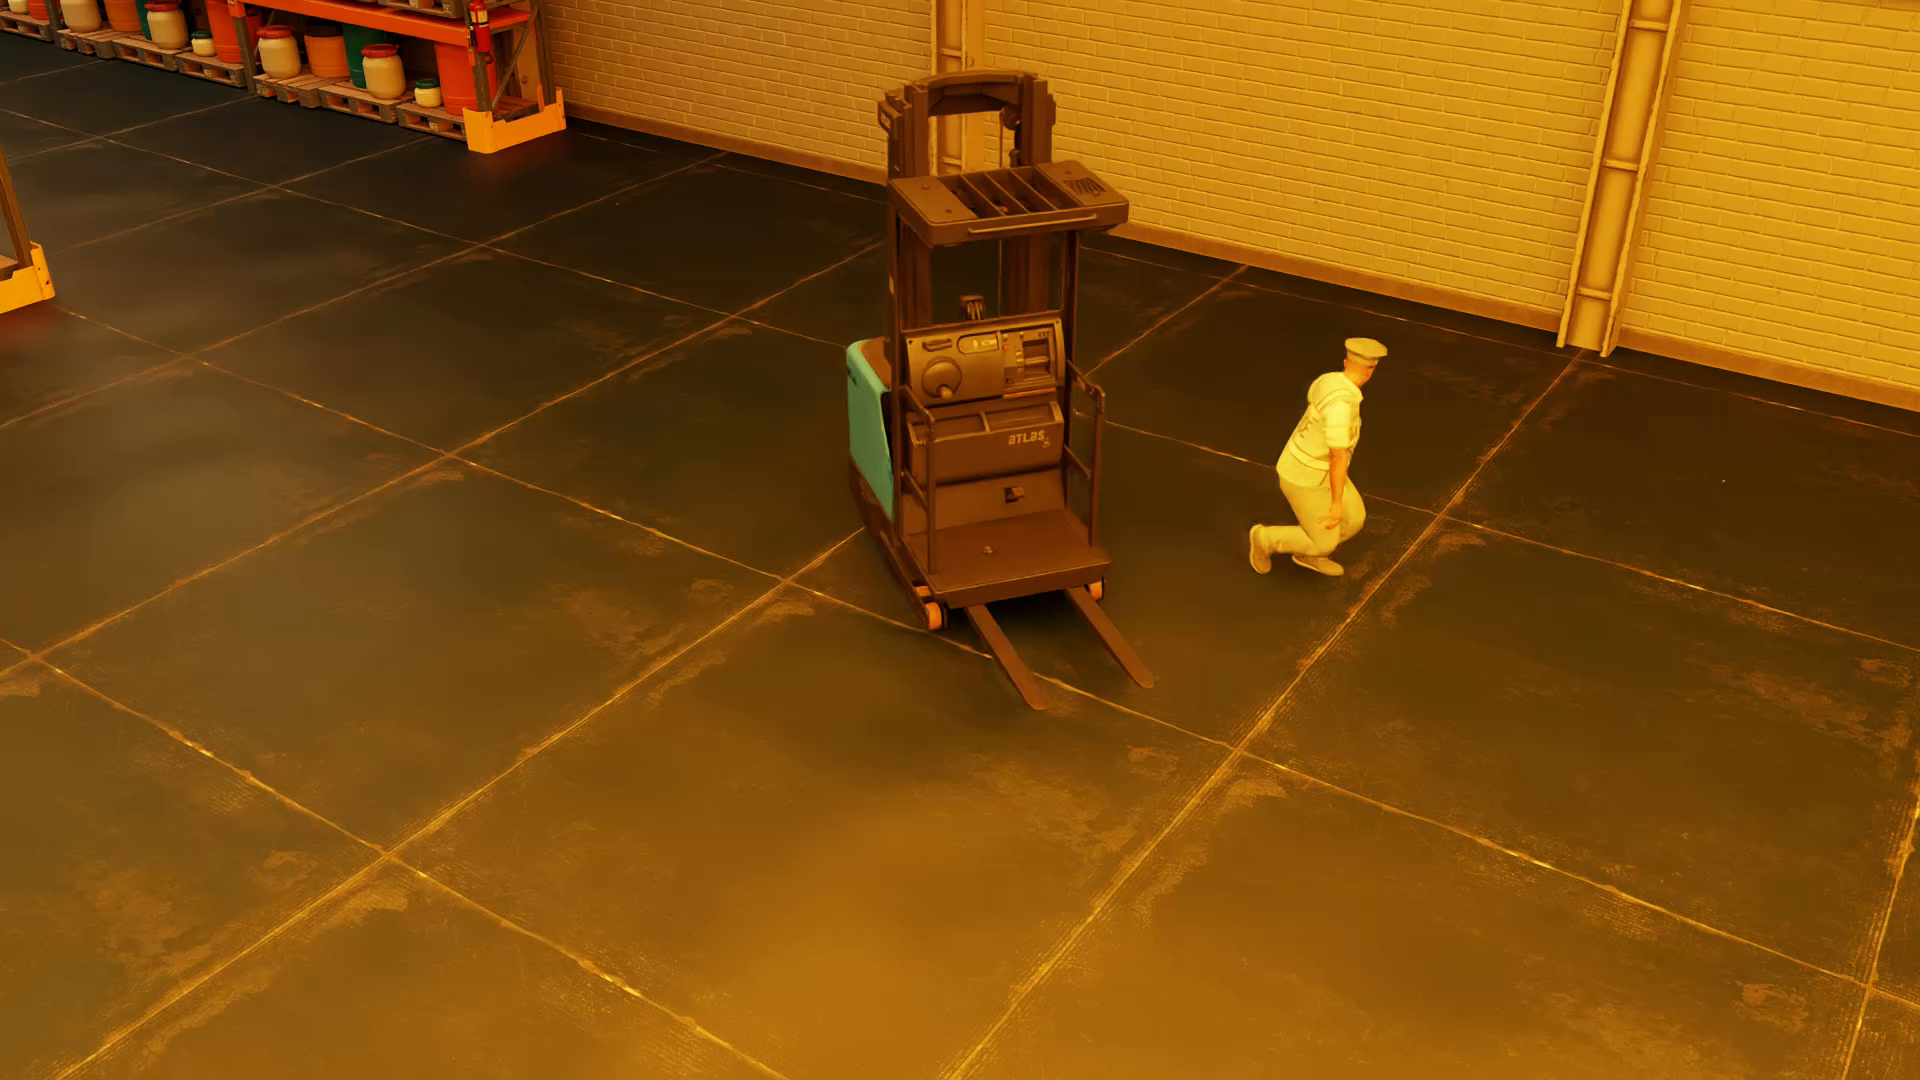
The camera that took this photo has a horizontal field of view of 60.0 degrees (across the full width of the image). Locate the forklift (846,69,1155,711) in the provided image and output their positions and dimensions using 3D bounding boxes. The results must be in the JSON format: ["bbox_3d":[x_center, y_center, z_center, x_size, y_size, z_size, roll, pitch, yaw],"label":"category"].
[{"bbox_3d":[0.220,-0.973,9.258,1.130,2.935,3.031,-10,32,-16],"label":"forklift"}]

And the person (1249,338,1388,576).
[{"bbox_3d":[2.080,-0.442,9.762,0.650,1.547,0.832,12,32,20],"label":"person"}]
